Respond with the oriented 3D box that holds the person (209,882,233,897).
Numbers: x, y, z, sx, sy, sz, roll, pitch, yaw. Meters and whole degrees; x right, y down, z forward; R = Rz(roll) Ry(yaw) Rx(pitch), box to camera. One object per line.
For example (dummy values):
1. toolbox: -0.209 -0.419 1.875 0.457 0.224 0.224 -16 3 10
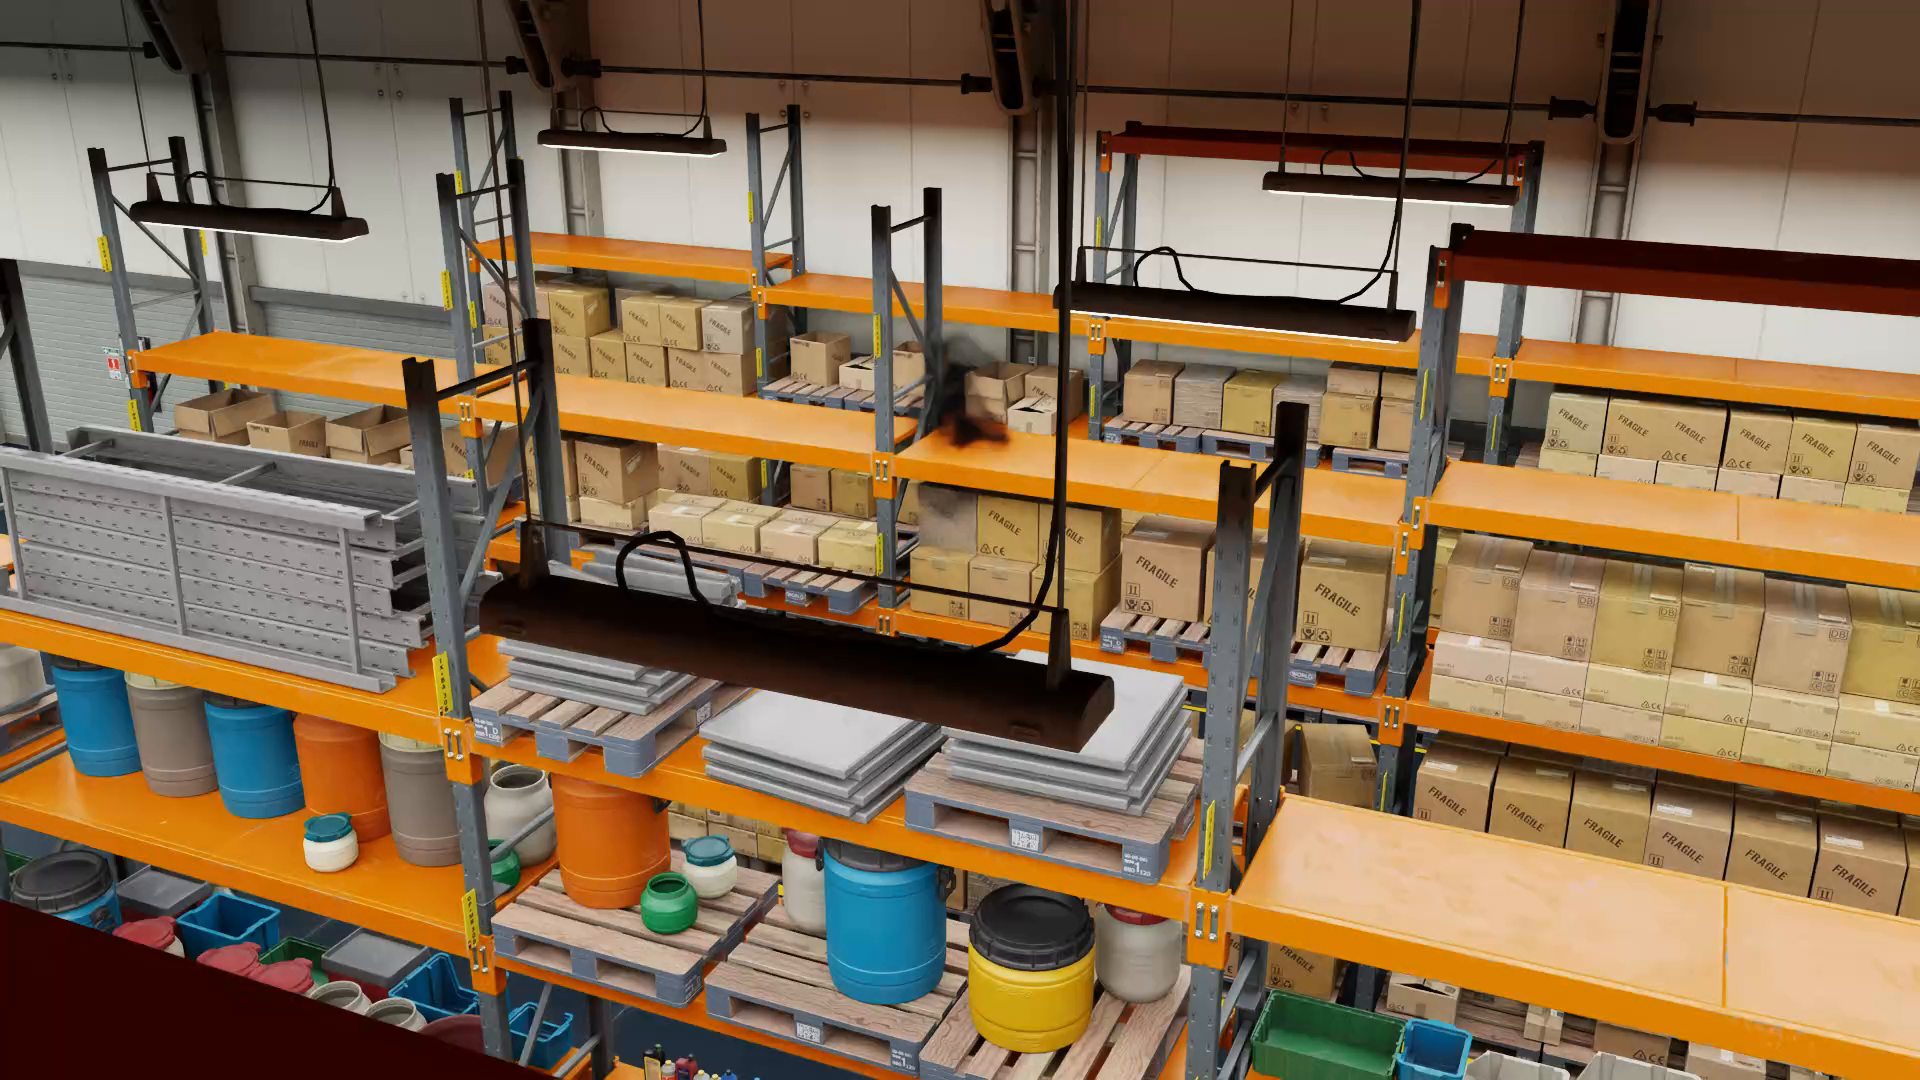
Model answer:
1. person: -18.784 -0.092 20.463 29.738 1.770 6.047 9 22 23
